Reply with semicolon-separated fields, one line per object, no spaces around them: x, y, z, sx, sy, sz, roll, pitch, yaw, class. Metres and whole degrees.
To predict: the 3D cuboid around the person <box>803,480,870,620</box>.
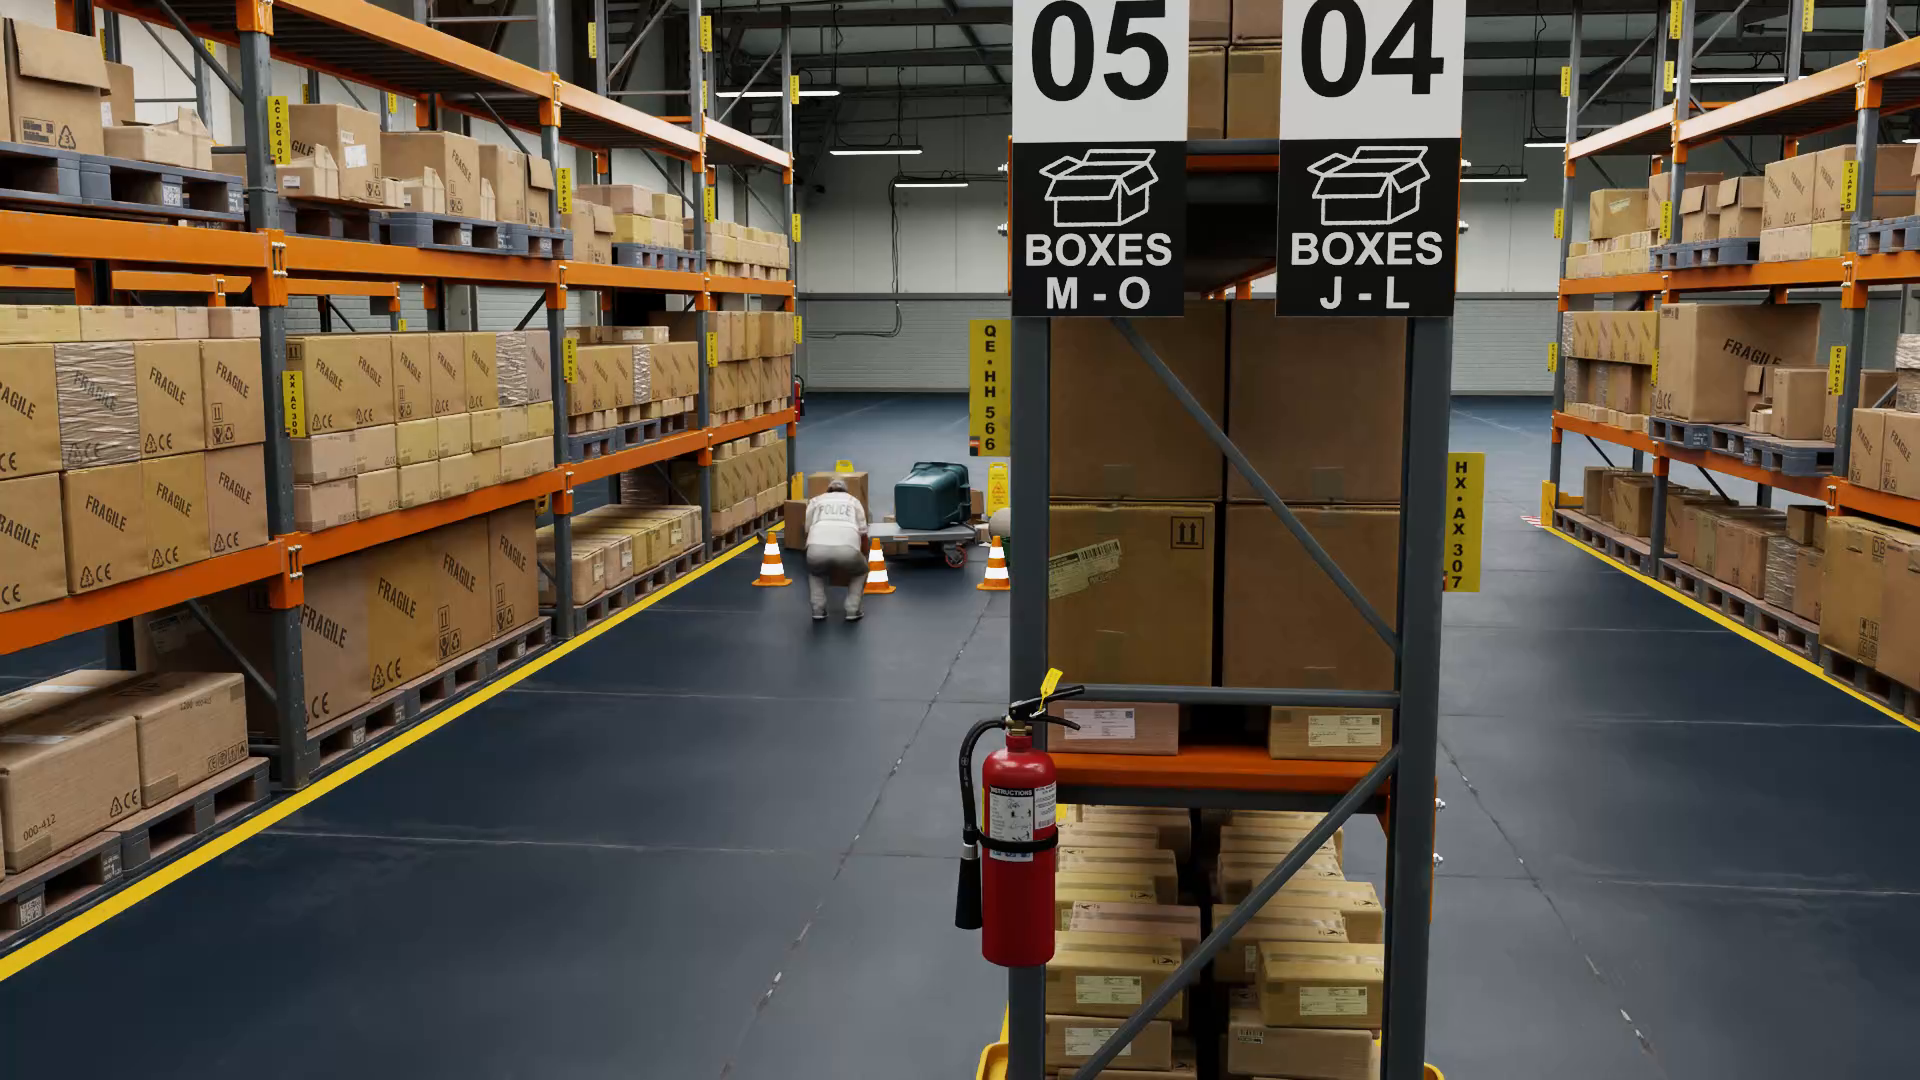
-1.007;0.083;13.367;0.535;1.084;0.831;1;8;6;person
